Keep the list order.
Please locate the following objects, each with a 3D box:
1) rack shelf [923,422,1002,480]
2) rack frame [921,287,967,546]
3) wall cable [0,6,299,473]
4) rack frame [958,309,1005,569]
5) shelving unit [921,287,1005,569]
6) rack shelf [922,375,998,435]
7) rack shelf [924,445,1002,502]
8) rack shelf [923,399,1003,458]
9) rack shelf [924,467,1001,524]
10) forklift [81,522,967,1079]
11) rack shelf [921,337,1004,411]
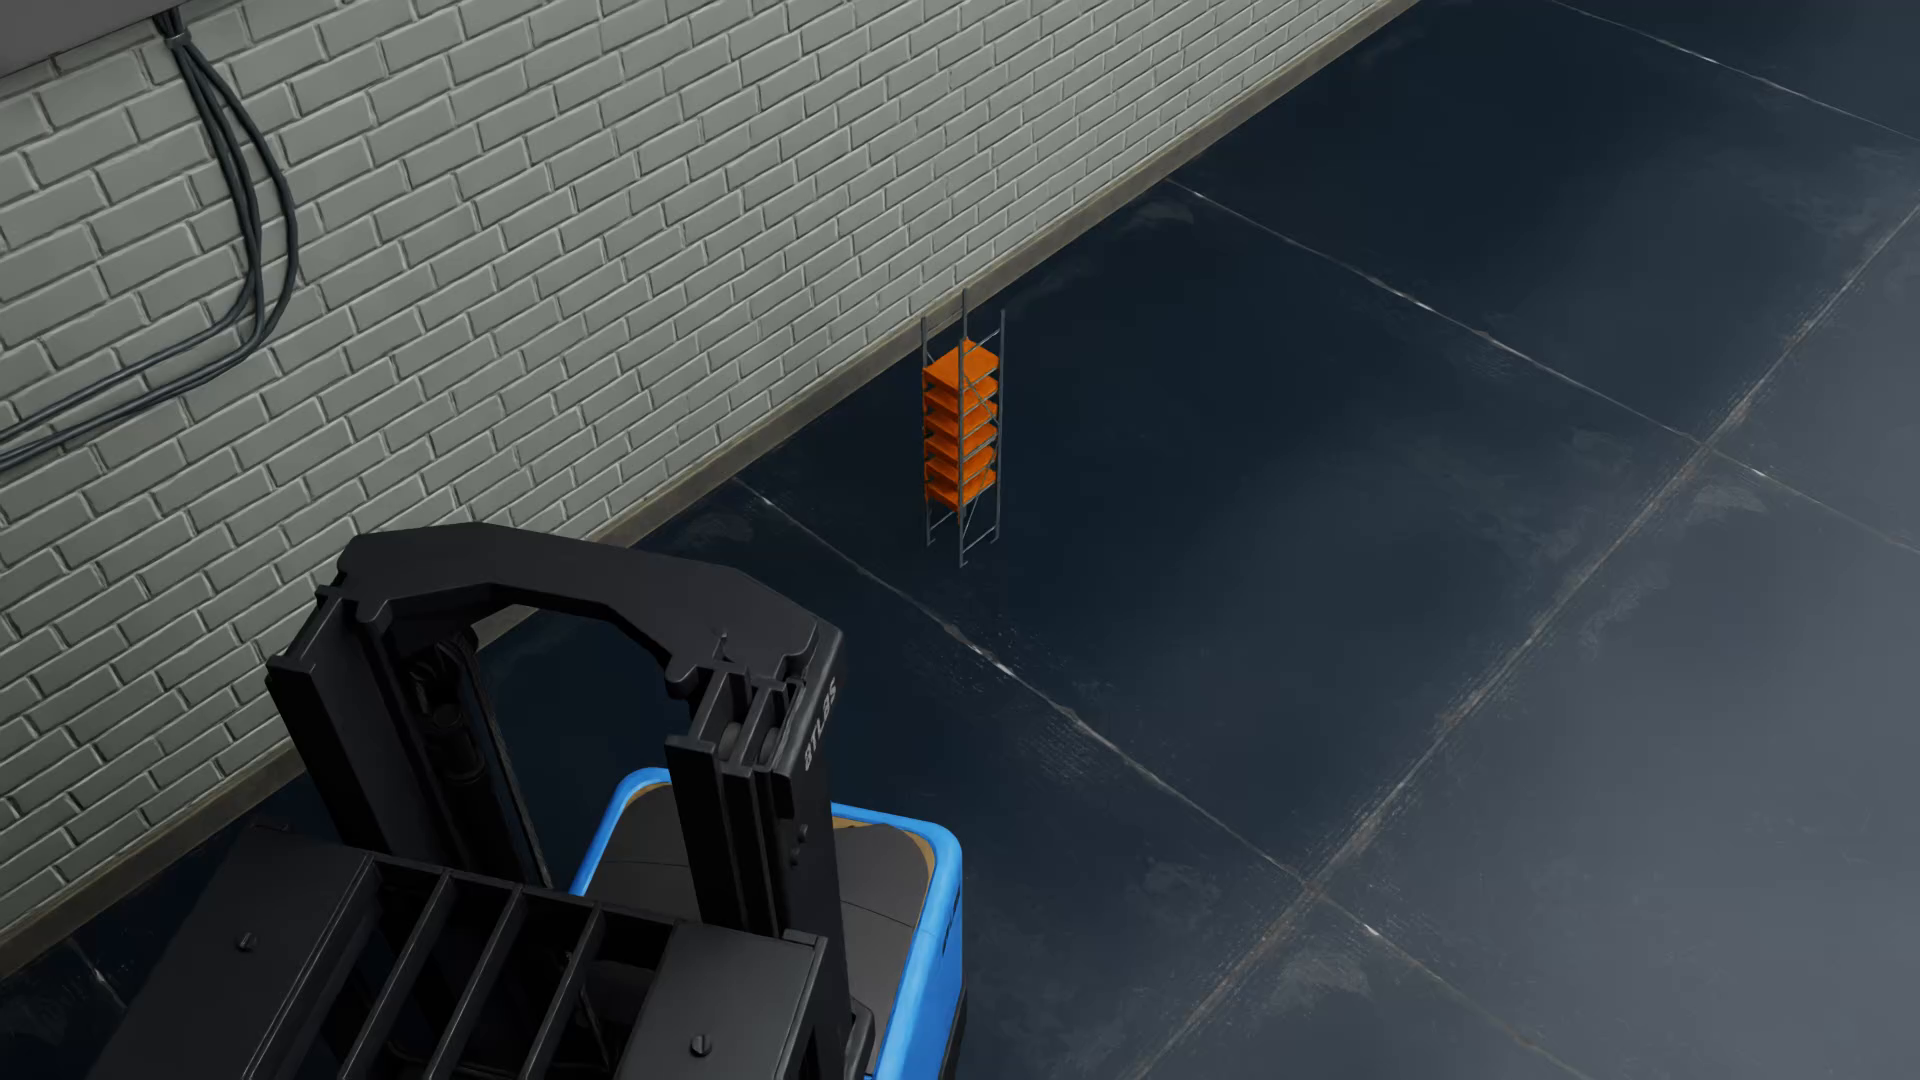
[{"bbox_3d":[0.011,-0.373,6.447,0.180,0.103,0.258,34,55,28],"label":"rack shelf"},{"bbox_3d":[-0.057,-0.449,6.457,0.006,1.200,0.240,34,55,28],"label":"rack frame"},{"bbox_3d":[-2.974,-0.696,3.469,0.112,2.526,3.097,34,55,28],"label":"wall cable"},{"bbox_3d":[0.078,-0.358,6.372,0.006,1.200,0.240,34,55,28],"label":"rack frame"},{"bbox_3d":[0.011,-0.404,6.414,0.189,1.200,0.258,34,55,28],"label":"shelving unit"},{"bbox_3d":[0.011,-0.537,6.272,0.180,0.103,0.258,34,55,28],"label":"rack shelf"},{"bbox_3d":[0.011,-0.291,6.534,0.180,0.103,0.258,34,55,28],"label":"rack shelf"},{"bbox_3d":[0.011,-0.455,6.359,0.180,0.103,0.258,34,55,28],"label":"rack shelf"},{"bbox_3d":[0.011,-0.209,6.622,0.180,0.103,0.258,34,55,28],"label":"rack shelf"},{"bbox_3d":[-0.819,1.501,3.439,1.130,2.935,3.031,10,48,9],"label":"forklift"},{"bbox_3d":[0.011,-0.620,6.184,0.180,0.103,0.258,34,55,28],"label":"rack shelf"}]
